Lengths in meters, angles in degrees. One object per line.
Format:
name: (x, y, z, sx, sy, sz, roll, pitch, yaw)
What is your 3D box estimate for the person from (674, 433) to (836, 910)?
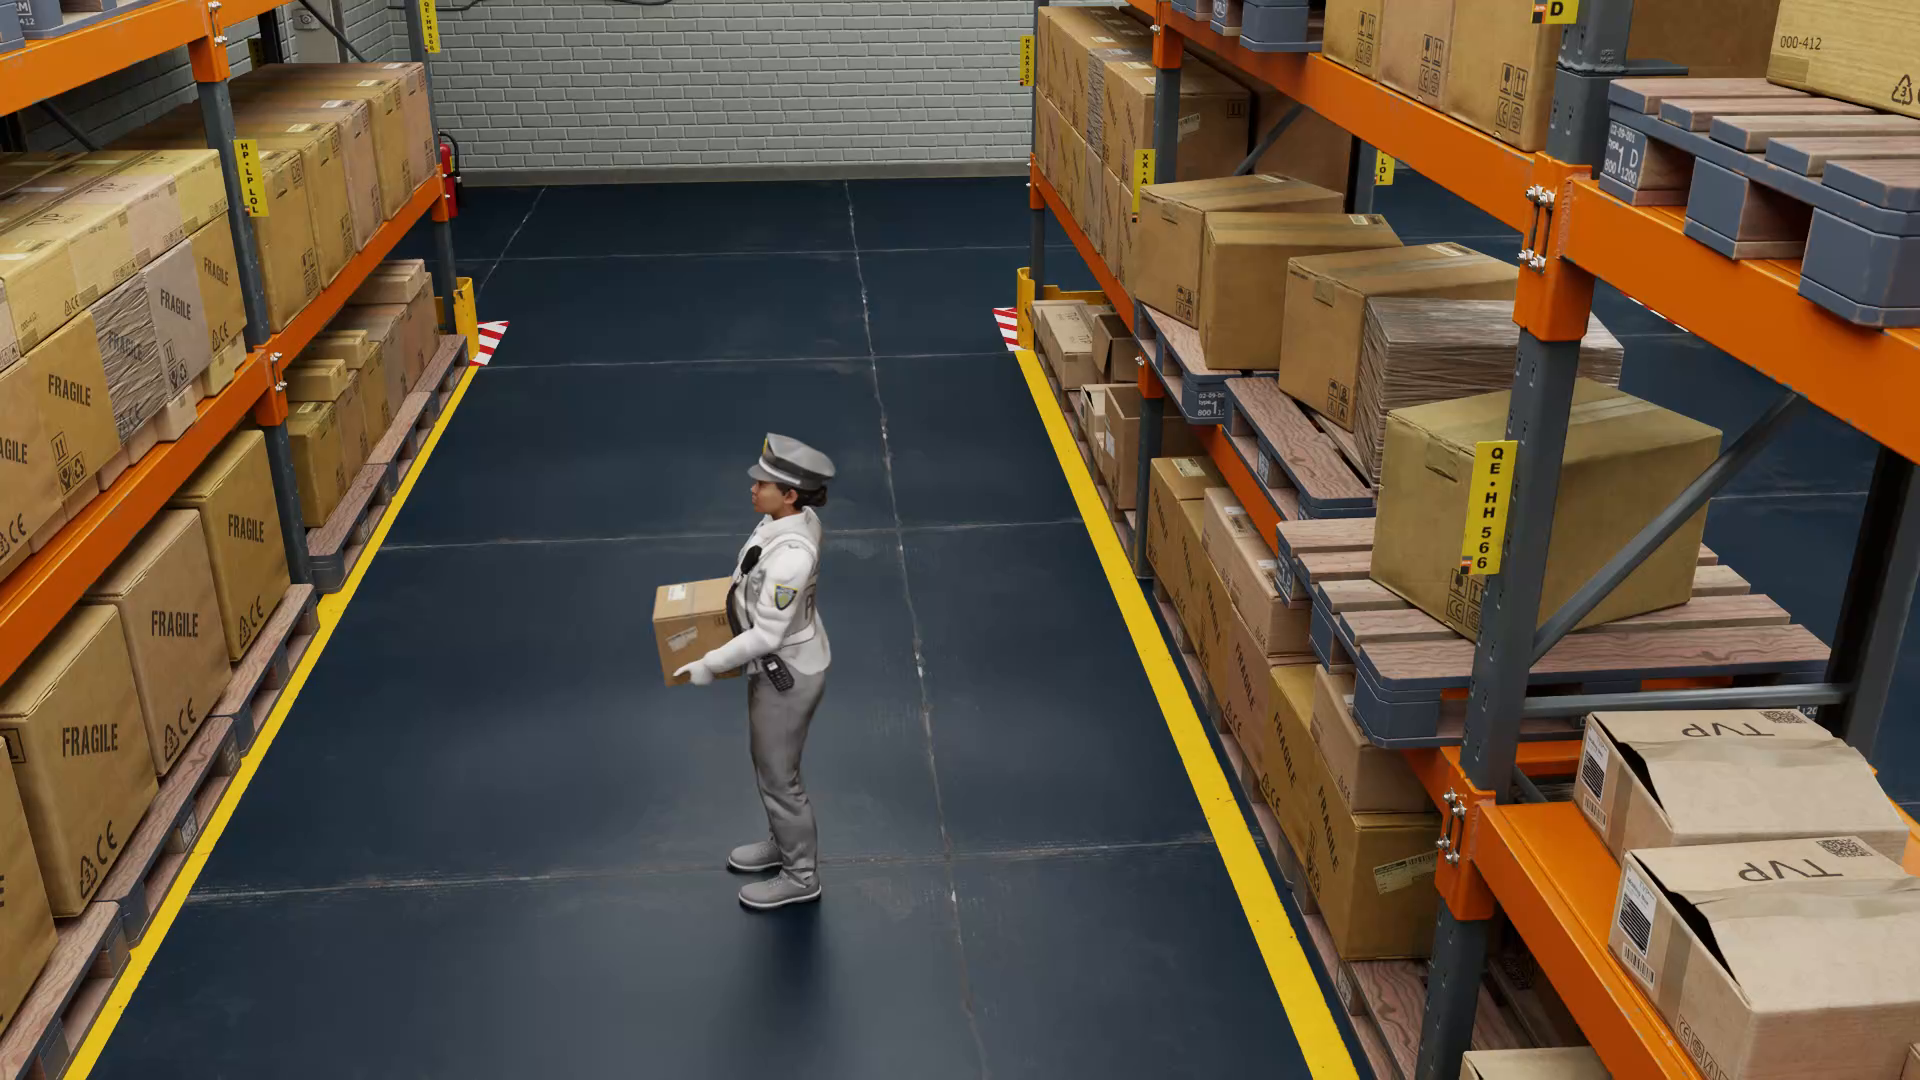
person: (-0.669, 0.440, 5.570, 0.550, 1.690, 0.469, -2, 24, -5)
